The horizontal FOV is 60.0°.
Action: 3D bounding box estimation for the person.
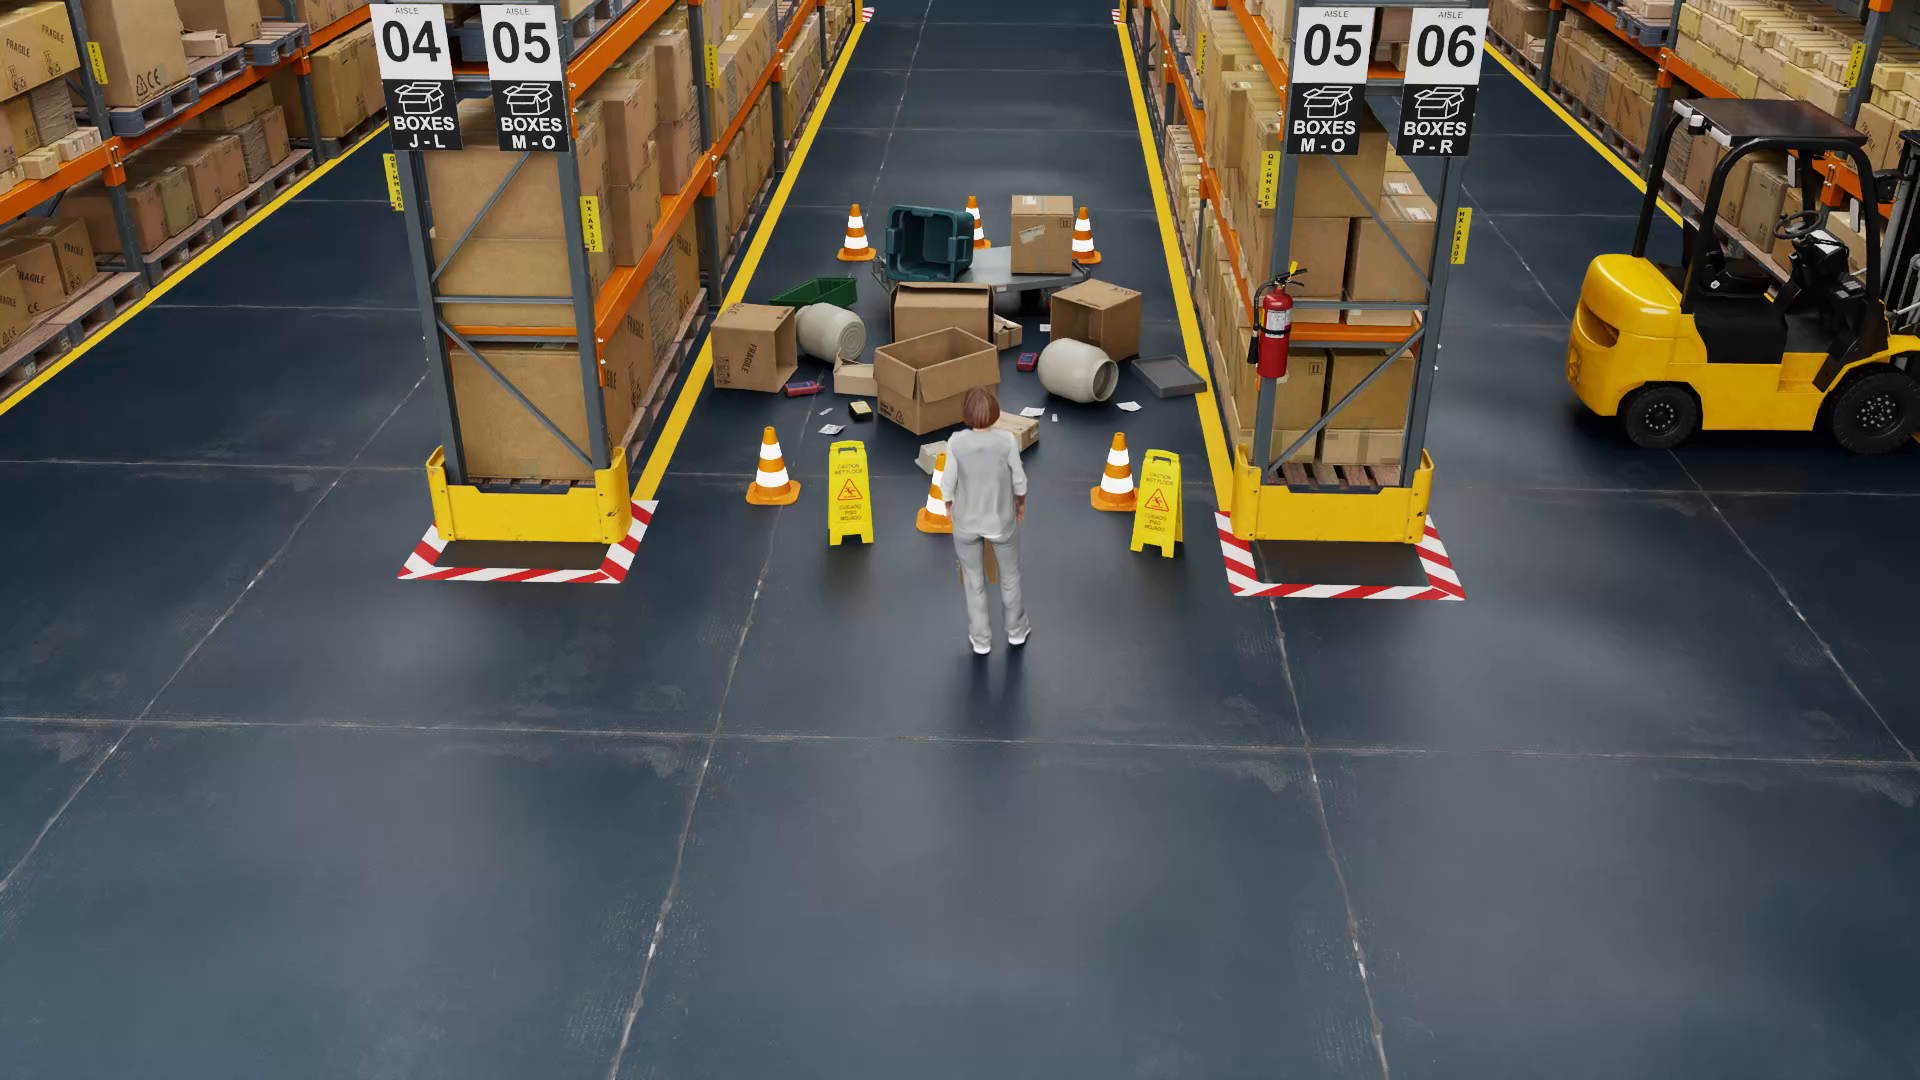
[{"bbox_3d":[0.144,-0.127,8.851,0.501,1.597,0.473,1,28,2],"label":"person"}]
